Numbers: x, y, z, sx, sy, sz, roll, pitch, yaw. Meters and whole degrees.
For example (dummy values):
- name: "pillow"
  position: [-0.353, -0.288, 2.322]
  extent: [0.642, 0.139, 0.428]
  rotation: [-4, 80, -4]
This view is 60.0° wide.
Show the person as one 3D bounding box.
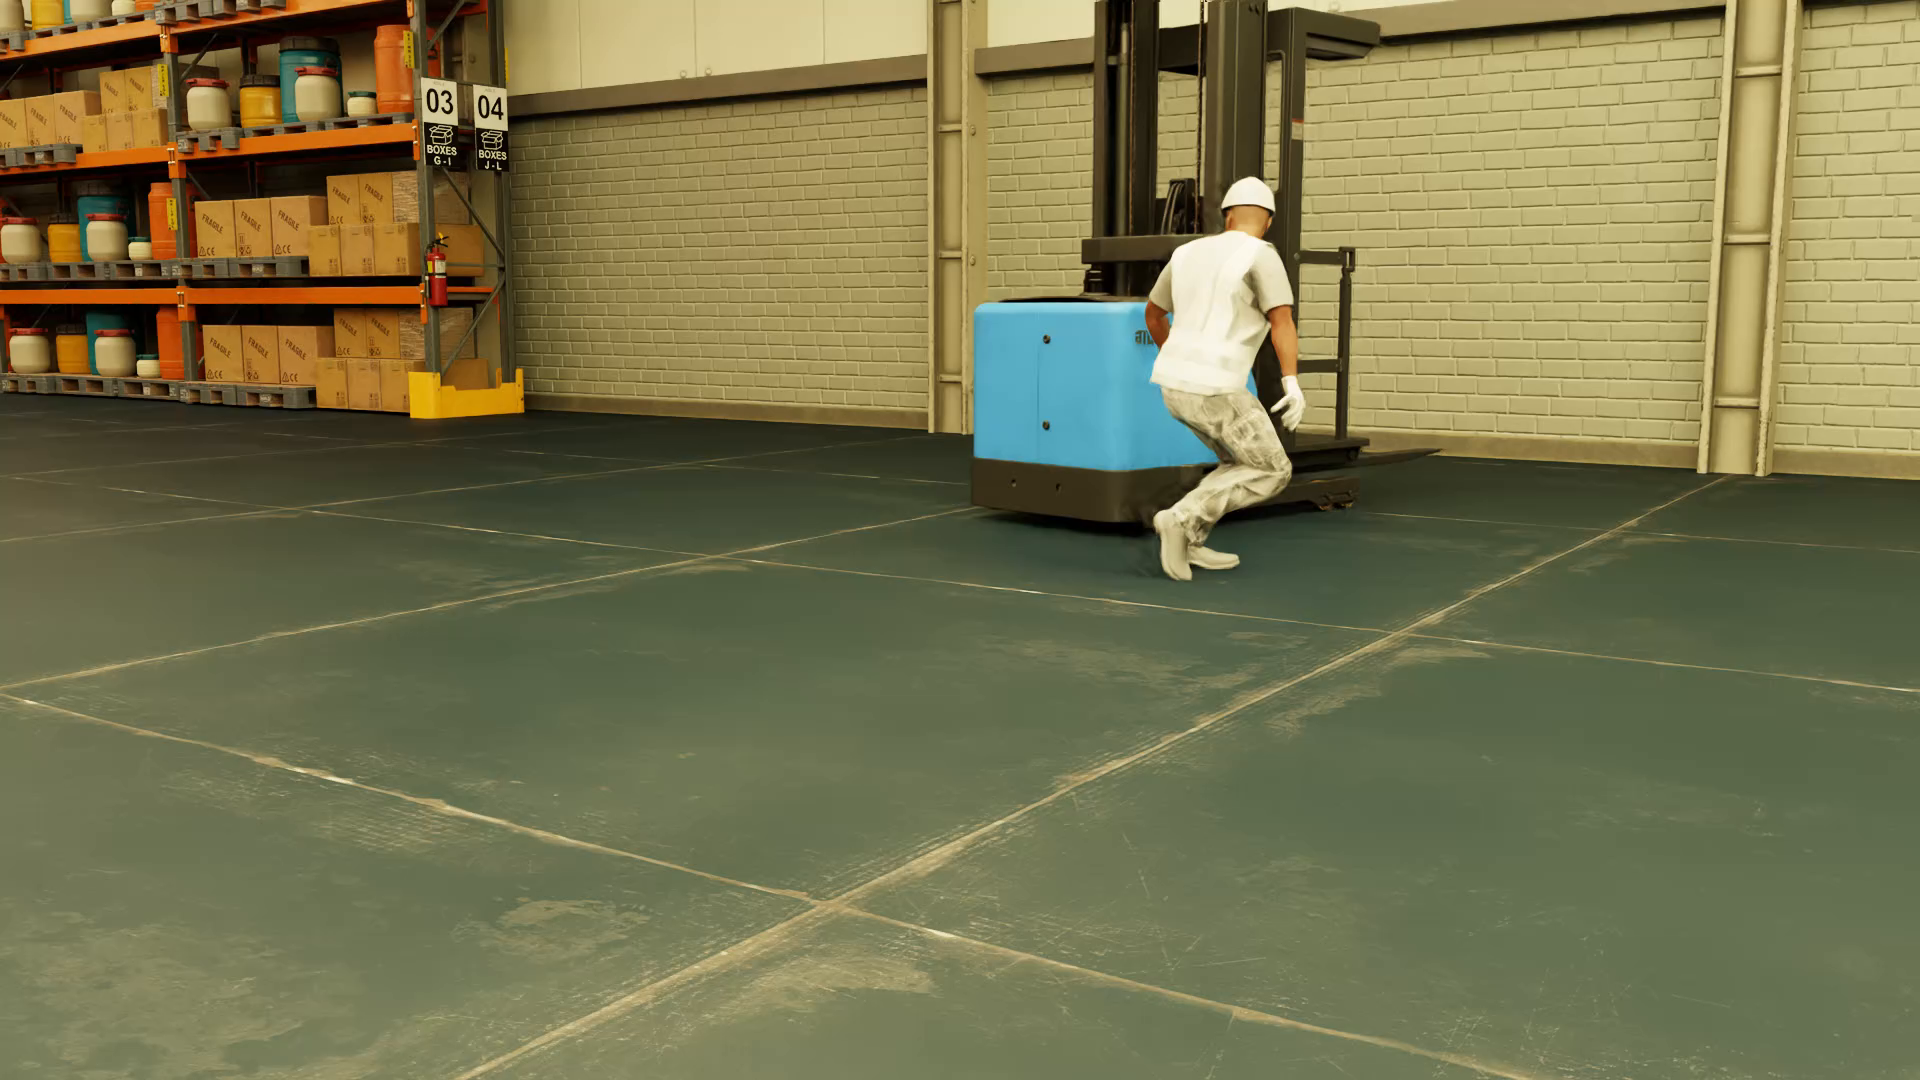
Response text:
- name: "person"
  position: [1.008, -0.630, 6.554]
  extent: [0.586, 1.593, 0.959]
  rotation: [-3, 9, -21]

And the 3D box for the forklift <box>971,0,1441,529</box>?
- name: "forklift"
  position: [1.481, -1.650, 8.798]
  extent: [3.031, 2.935, 1.130]
  rotation: [-7, 11, -42]
